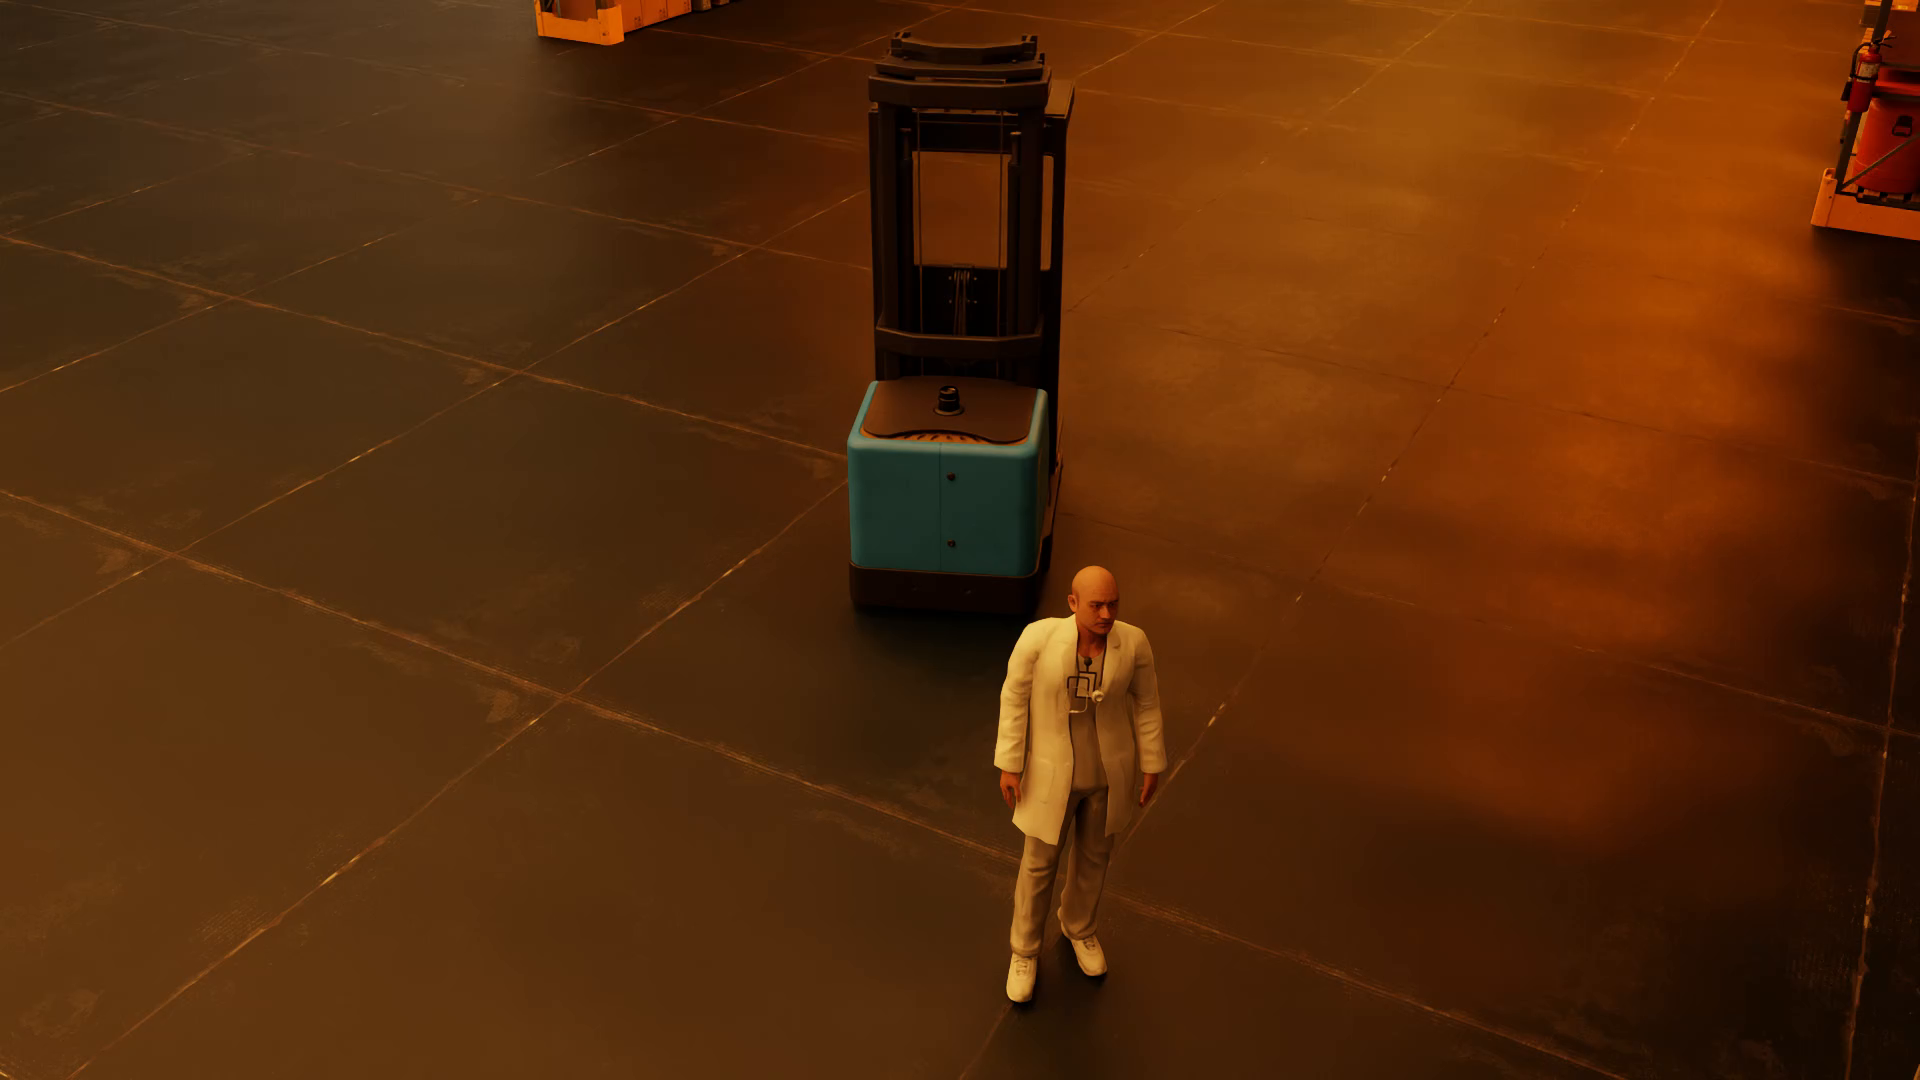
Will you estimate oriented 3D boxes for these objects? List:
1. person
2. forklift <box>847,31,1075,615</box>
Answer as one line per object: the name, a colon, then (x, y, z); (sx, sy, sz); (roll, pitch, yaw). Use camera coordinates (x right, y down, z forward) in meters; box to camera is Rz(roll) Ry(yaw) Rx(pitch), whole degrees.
person: (0.487, 0.985, 6.556); (0.694, 1.724, 0.581); (-3, 30, -6)
forklift: (0.072, -1.572, 9.794); (1.130, 2.935, 3.031); (3, 30, 6)
